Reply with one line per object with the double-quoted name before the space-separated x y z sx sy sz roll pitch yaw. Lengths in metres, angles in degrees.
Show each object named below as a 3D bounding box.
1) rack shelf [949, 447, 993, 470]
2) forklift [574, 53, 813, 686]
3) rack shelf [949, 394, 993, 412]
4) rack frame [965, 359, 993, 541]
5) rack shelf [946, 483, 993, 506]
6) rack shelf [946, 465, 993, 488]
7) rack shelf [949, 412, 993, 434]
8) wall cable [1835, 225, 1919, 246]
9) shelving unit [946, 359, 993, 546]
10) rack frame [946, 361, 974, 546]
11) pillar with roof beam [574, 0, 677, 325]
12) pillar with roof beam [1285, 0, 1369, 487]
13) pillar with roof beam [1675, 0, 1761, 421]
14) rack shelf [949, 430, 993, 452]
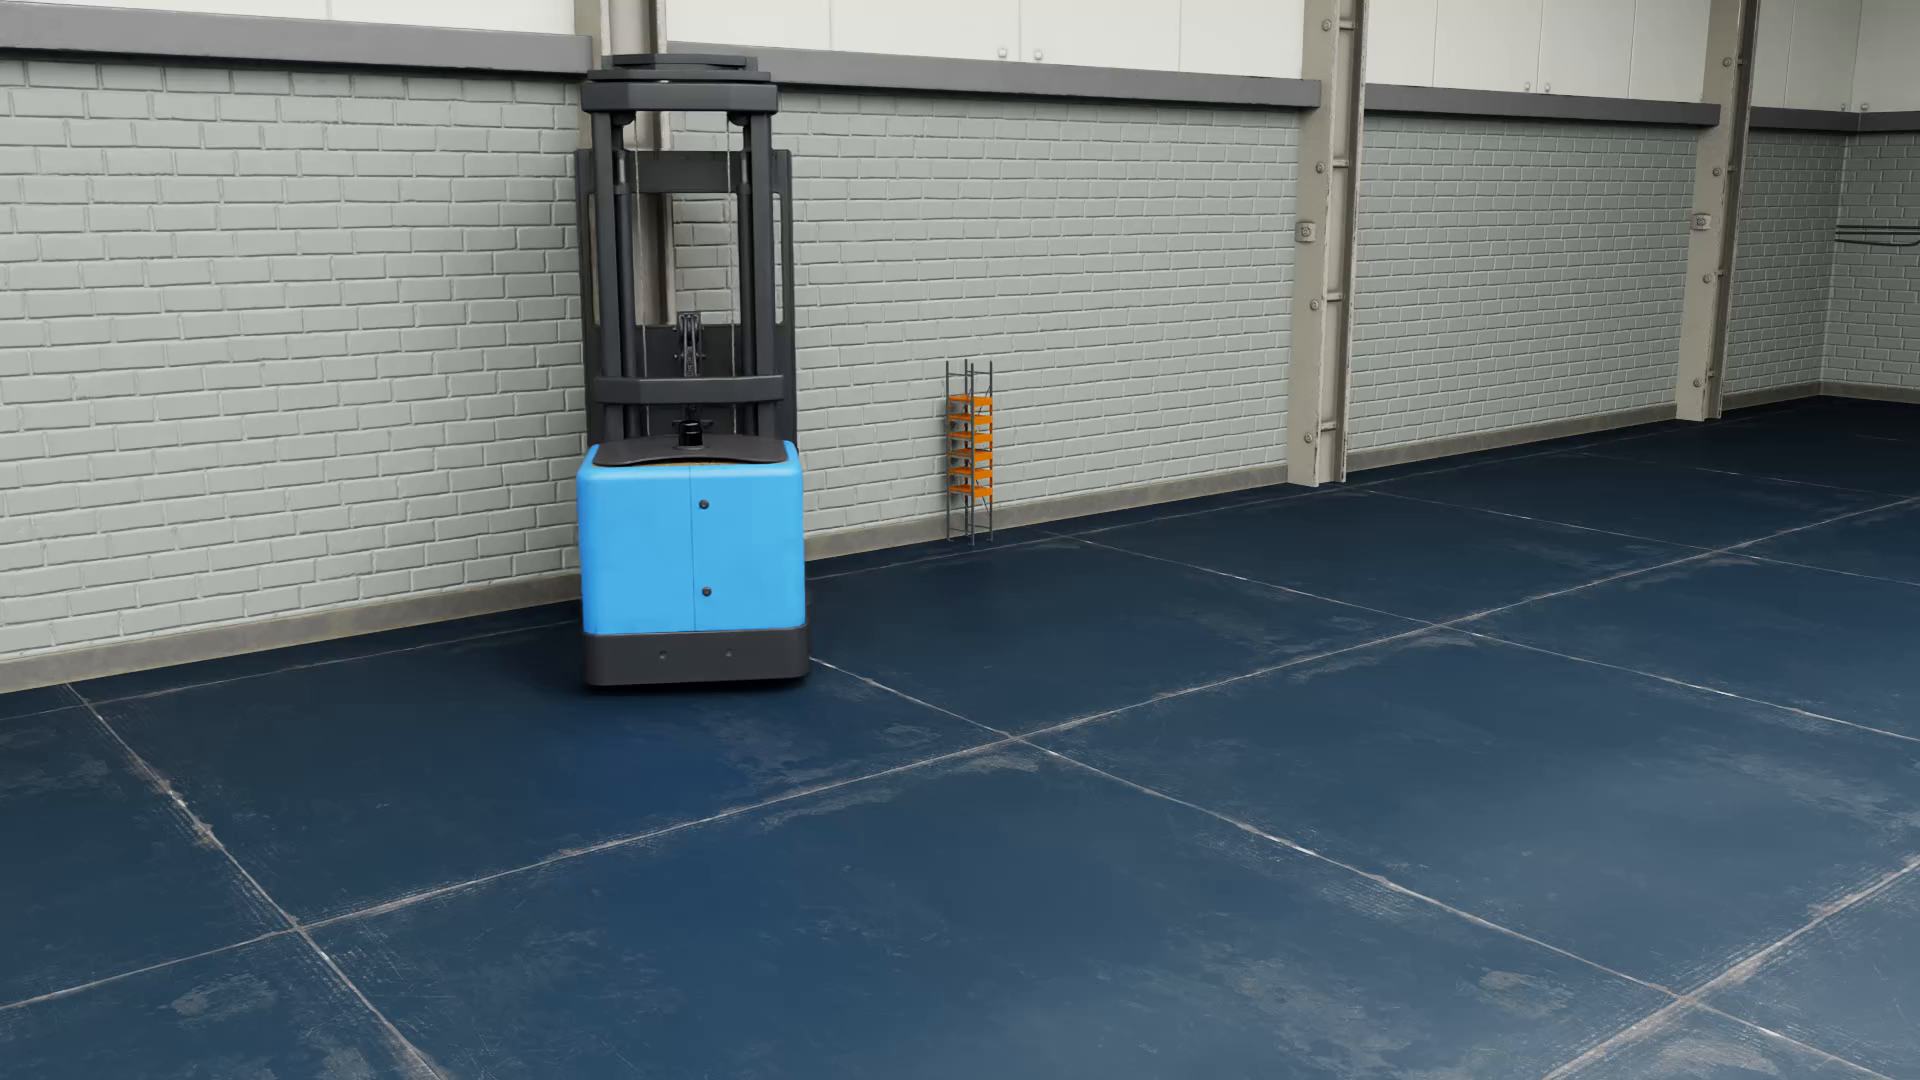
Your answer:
"rack shelf" 0.062 -0.538 10.983 0.258 0.103 0.180 10 16 41
"forklift" -1.433 -1.018 8.864 1.130 2.935 3.031 -2 12 -8
"rack shelf" 0.061 -0.890 10.908 0.258 0.103 0.180 10 16 41
"rack frame" 0.124 -0.595 11.040 0.240 1.200 0.006 10 16 41
"rack shelf" 0.063 -0.303 11.032 0.258 0.103 0.180 10 16 41
"rack shelf" 0.063 -0.420 11.008 0.258 0.103 0.180 10 16 41
"rack shelf" 0.061 -0.772 10.933 0.258 0.103 0.180 10 16 41
"wall cable" 10.659 -4.297 17.175 0.112 2.526 3.097 -9 15 -38
"shelving unit" 0.062 -0.581 10.973 0.258 1.200 0.189 10 16 41
"rack frame" 0.000 -0.567 10.907 0.240 1.200 0.006 10 16 41
"pillar with roof beam" 0.852 -3.393 5.441 0.400 9.000 9.100 -9 15 -38
"pillar with roof beam" 5.537 -4.171 9.108 0.400 9.000 9.100 -9 15 -38
"pillar with roof beam" 10.222 -4.950 12.774 0.400 9.000 9.100 -9 15 -38
"rack shelf" 0.062 -0.655 10.958 0.258 0.103 0.180 10 16 41
